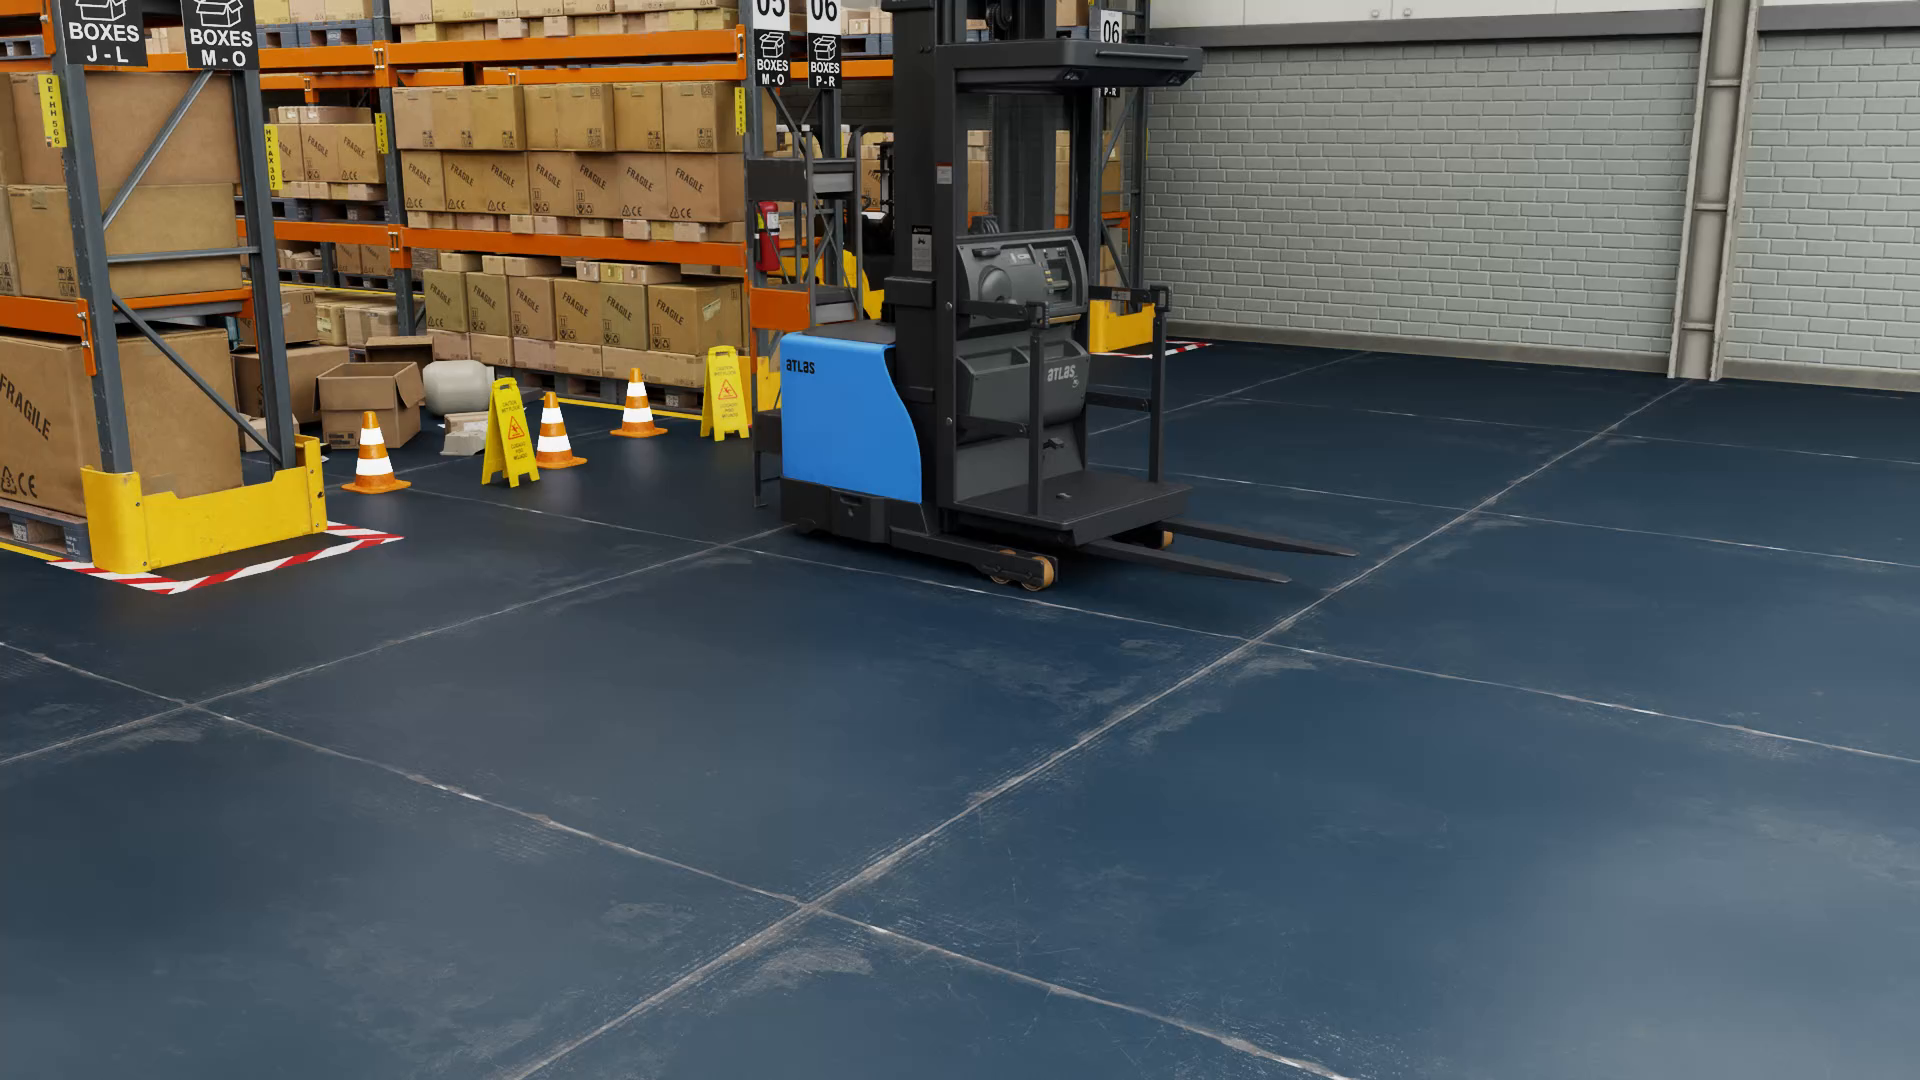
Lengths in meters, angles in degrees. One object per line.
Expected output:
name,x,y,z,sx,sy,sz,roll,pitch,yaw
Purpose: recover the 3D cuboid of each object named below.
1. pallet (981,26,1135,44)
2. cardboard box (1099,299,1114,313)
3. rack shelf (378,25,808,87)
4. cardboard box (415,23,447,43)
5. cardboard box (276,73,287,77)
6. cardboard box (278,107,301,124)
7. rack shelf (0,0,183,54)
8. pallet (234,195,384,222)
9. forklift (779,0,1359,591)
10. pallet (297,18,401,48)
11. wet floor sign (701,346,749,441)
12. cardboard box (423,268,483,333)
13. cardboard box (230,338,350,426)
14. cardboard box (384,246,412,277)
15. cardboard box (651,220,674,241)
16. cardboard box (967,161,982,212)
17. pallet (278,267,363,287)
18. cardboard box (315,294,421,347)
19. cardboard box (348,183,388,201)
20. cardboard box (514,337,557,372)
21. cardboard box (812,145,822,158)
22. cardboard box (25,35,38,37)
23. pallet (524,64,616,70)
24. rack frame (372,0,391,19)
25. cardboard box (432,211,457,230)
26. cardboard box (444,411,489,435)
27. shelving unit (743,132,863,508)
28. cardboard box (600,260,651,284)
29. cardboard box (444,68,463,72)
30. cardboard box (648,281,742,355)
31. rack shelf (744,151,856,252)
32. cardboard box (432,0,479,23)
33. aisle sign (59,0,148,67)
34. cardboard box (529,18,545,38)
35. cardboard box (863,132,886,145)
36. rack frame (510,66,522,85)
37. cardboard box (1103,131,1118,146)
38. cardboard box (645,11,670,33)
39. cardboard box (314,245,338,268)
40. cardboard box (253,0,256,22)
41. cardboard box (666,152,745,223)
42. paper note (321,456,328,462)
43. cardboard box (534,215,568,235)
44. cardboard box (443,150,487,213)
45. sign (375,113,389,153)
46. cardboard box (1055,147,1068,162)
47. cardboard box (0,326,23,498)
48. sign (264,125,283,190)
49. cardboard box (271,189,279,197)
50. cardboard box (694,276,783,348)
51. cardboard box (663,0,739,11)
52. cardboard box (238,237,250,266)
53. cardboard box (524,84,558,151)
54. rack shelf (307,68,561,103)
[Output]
pallet,0.969,-4.928,16.429,1.213,0.211,1.003,9,17,33
cardboard box,1.243,-2.389,17.078,0.500,0.250,0.500,9,17,33
rack shelf,-2.885,-3.799,13.184,4.000,0.370,1.077,9,17,33
cardboard box,-4.238,-4.157,13.656,0.250,0.149,0.380,9,17,33
cardboard box,-9.081,-6.381,22.638,0.250,0.149,0.380,9,17,33
cardboard box,-5.874,-3.811,14.926,0.250,0.149,0.380,8,16,30
rack shelf,-5.564,-2.799,9.142,4.000,0.370,1.077,9,17,33
pallet,-6.199,-3.147,15.692,1.213,0.211,1.003,9,17,33
forklift,0.476,-1.323,8.070,3.031,2.935,1.130,12,18,39
pallet,-4.998,-4.430,14.624,1.003,0.211,1.213,9,17,33
wet floor sign,-1.665,-1.043,11.693,0.267,0.644,0.232,-10,17,-35
cardboard box,-4.206,-2.061,14.194,0.500,0.500,0.500,10,17,35
cardboard box,-4.877,-1.133,12.071,0.503,0.637,0.797,9,17,33
cardboard box,-7.281,-3.767,22.128,0.500,0.500,0.500,9,16,31
cardboard box,-2.128,-2.360,12.639,0.250,0.149,0.380,9,16,32
cardboard box,0.136,-3.617,16.984,0.500,0.500,0.500,9,16,32
pallet,-8.985,-3.763,23.584,1.213,0.211,1.003,9,17,33
cardboard box,-5.580,-2.055,15.476,0.625,0.372,0.950,10,17,36
cardboard box,-5.126,-3.057,14.578,0.250,0.149,0.380,9,17,34
cardboard box,-3.315,-1.557,13.719,0.500,0.250,0.500,9,16,32
cardboard box,-1.444,-4.185,17.928,0.250,0.149,0.380,10,17,34
cardboard box,-9.202,-5.207,16.778,0.258,0.266,0.396,9,16,31
pallet,-4.484,-5.779,20.075,1.003,0.211,1.213,10,17,35
rack frame,-4.545,-5.873,13.821,0.127,3.000,1.000,9,17,33
cardboard box,-4.224,-2.709,14.048,0.250,0.149,0.380,10,17,34
cardboard box,-3.440,-0.813,11.800,0.380,0.149,0.250,-7,15,-25
shelving unit,-0.861,-1.201,9.304,0.503,2.100,0.431,12,18,39
cardboard box,-2.585,-2.098,12.994,0.250,0.149,0.380,10,17,34
cardboard box,-6.076,-5.958,20.720,0.500,0.250,0.500,9,17,33
cardboard box,-2.036,-1.713,12.788,0.500,0.500,0.500,9,17,33
rack shelf,-0.861,-1.867,9.139,0.480,0.518,0.431,12,18,39
cardboard box,-3.899,-4.308,13.433,0.500,0.250,0.500,9,17,32
aisle sign,-4.013,-2.616,7.740,0.004,0.787,0.394,9,17,33
cardboard box,-3.142,-3.997,13.007,0.250,0.149,0.380,9,17,33
cardboard box,-0.808,-4.223,17.463,0.250,0.149,0.380,9,16,32
rack frame,-5.097,-4.487,20.709,0.127,3.000,1.000,9,17,33
cardboard box,1.382,-4.010,16.603,0.250,0.149,0.380,9,16,32
cardboard box,-2.104,-3.820,12.292,0.250,0.149,0.380,10,17,34
cardboard box,-8.832,-4.058,23.697,0.500,0.311,0.500,10,17,35
cardboard box,-6.582,-4.805,15.532,0.637,0.503,0.797,9,17,33
cardboard box,-1.830,-2.635,12.399,0.500,0.500,0.500,9,16,32
paper note,-4.224,-0.525,10.884,0.144,0.017,0.142,-10,17,-35
cardboard box,-3.182,-2.531,13.328,0.250,0.149,0.380,9,17,33
cardboard box,-3.906,-2.977,13.778,0.500,0.500,0.500,9,17,33
sign,-4.852,-3.412,13.954,0.005,0.325,0.100,9,17,33
cardboard box,1.097,-3.769,16.247,0.250,0.149,0.380,9,17,34
cardboard box,-5.235,-0.792,9.327,0.875,0.875,0.875,9,16,32
sign,-3.590,-1.992,8.663,0.005,0.325,0.100,9,17,33
cardboard box,-6.126,-3.252,15.368,0.250,0.149,0.380,9,16,31
cardboard box,-1.761,-1.824,13.237,0.500,0.500,0.500,9,16,31
cardboard box,-1.801,-3.967,12.057,0.500,0.250,0.500,9,16,32
cardboard box,-10.210,-4.237,24.024,0.500,0.500,0.500,10,17,34
cardboard box,-3.004,-3.340,13.163,0.500,0.500,0.700,9,17,32
rack shelf,-6.756,-5.863,21.518,4.000,0.370,1.077,9,17,33
